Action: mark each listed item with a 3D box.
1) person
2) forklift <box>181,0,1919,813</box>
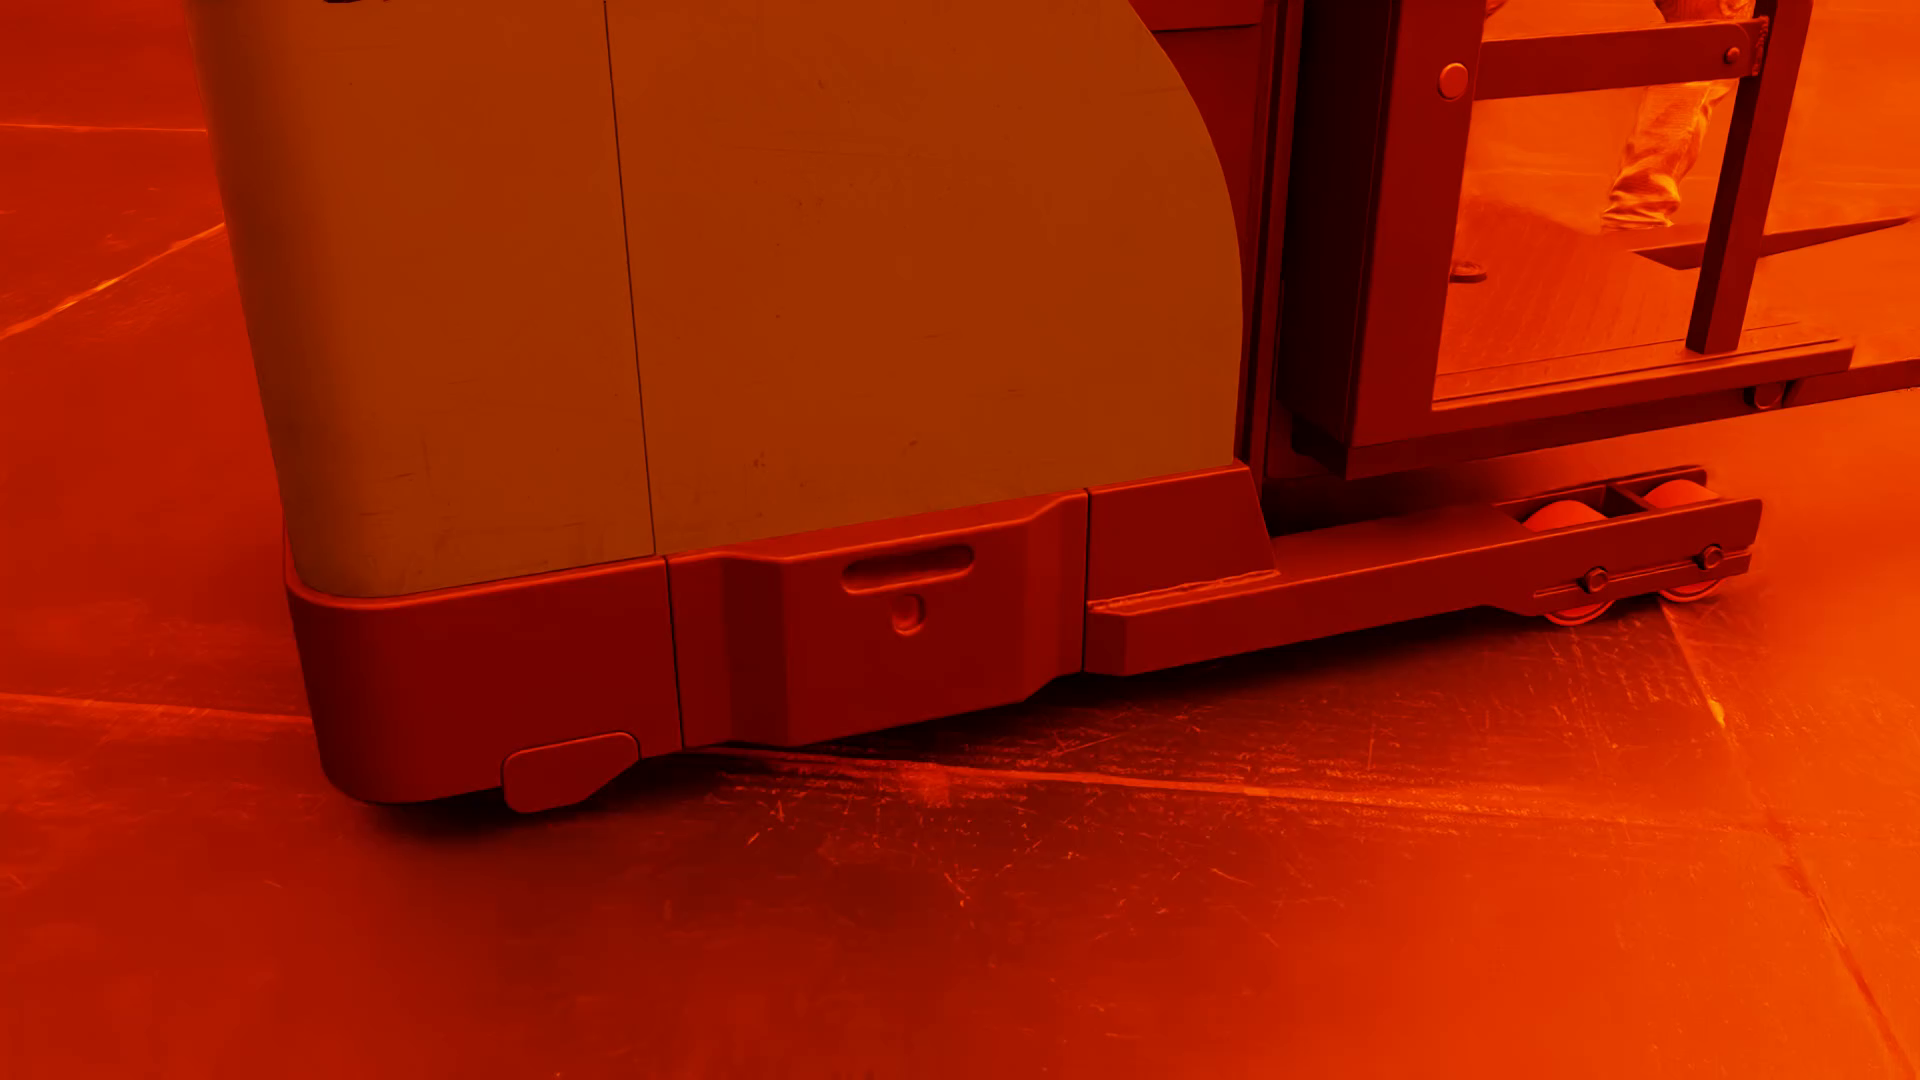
[{"bbox_3d":[1.405,-1.295,3.274,1.107,1.509,0.739,5,27,10],"label":"person"},{"bbox_3d":[0.572,-1.406,2.035,3.031,2.935,1.130,-9,28,-18],"label":"forklift"}]
